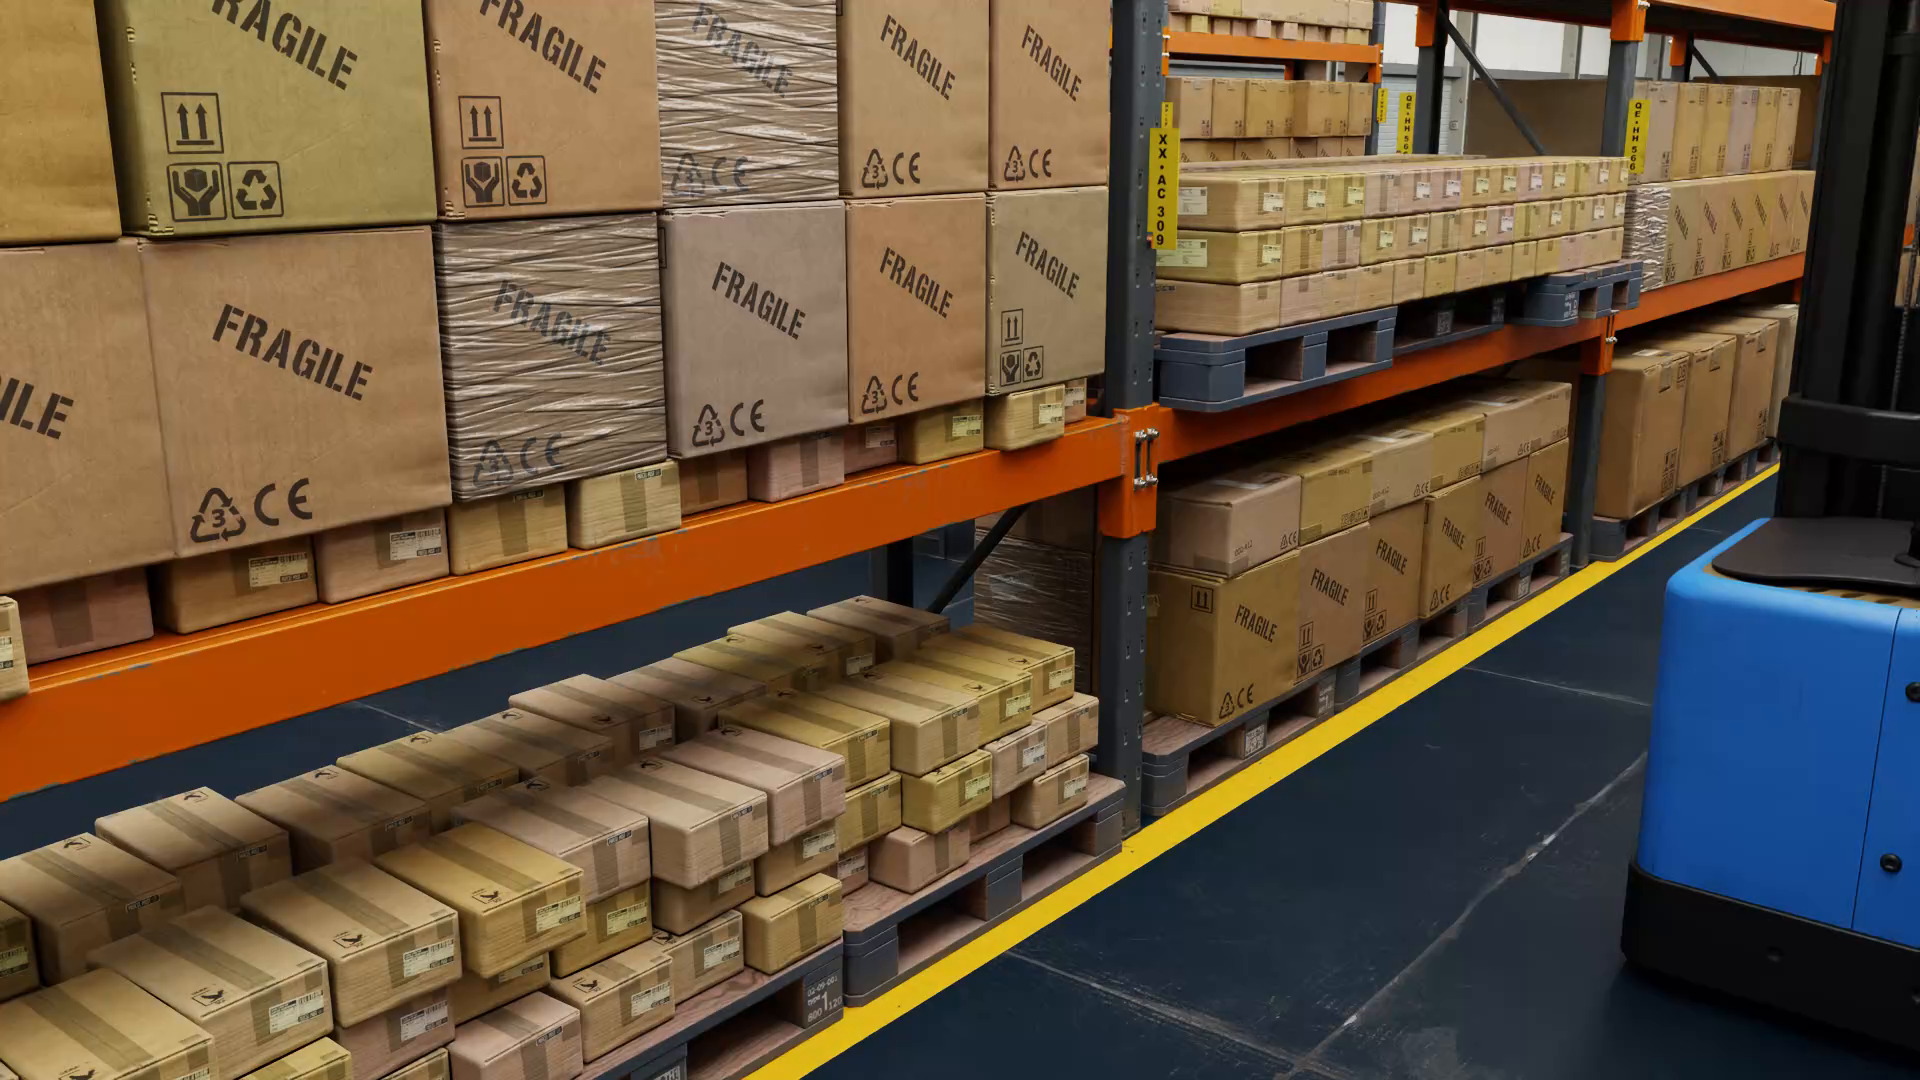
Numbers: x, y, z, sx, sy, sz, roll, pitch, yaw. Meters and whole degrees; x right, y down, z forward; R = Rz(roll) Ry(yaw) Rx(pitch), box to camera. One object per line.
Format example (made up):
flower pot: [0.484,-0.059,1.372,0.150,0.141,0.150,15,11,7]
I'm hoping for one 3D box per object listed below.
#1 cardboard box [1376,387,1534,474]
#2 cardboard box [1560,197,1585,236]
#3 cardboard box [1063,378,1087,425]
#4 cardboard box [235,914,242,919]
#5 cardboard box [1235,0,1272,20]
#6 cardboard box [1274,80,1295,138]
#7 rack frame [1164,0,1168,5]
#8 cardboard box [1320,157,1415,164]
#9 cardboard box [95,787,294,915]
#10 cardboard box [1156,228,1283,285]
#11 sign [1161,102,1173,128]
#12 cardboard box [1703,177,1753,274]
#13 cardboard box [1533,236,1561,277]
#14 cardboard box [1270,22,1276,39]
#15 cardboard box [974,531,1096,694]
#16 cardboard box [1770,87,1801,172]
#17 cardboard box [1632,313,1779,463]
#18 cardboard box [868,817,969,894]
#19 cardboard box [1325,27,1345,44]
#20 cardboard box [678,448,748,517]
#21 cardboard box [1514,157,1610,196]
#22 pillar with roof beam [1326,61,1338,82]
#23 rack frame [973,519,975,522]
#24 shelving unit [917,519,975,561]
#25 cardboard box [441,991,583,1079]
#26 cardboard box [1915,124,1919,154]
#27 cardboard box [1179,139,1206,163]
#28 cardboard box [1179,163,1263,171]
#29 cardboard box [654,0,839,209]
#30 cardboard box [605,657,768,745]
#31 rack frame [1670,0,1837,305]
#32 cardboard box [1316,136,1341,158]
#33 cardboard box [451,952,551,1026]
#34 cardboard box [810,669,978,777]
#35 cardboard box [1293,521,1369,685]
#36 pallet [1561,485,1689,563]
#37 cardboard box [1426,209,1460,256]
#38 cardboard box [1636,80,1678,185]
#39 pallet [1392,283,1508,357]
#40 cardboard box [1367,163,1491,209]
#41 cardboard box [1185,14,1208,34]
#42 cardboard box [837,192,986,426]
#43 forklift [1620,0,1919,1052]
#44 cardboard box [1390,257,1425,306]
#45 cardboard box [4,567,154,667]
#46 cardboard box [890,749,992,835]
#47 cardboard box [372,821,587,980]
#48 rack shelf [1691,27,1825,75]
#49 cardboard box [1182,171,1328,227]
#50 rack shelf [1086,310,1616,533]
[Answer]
cardboard box: [2.107,-0.477,7.110,0.500,0.250,0.500,12,18,38]
cardboard box: [2.356,-1.350,6.900,0.380,0.149,0.250,12,18,39]
cardboard box: [0.130,-0.413,4.667,0.380,0.149,0.250,11,18,37]
cardboard box: [-1.636,0.828,3.604,0.380,0.149,0.250,12,18,38]
cardboard box: [2.373,-4.666,14.505,0.500,0.250,0.500,11,18,38]
cardboard box: [2.619,-3.933,15.173,0.700,0.500,0.500,11,18,37]
rack frame: [1.242,-5.812,13.225,1.000,3.000,0.127,11,18,38]
cardboard box: [1.709,-1.554,7.099,0.380,0.149,0.250,10,18,35]
cardboard box: [-1.647,0.681,3.578,0.380,0.149,0.250,12,19,40]
cardboard box: [0.733,-0.856,4.953,0.380,0.149,0.250,12,18,38]
sign: [1.676,-3.380,13.486,0.100,0.325,0.005,11,18,38]
cardboard box: [4.083,-1.774,9.310,0.500,0.500,0.500,11,18,37]
cardboard box: [2.211,-1.164,6.770,0.380,0.149,0.250,11,18,37]
cardboard box: [2.600,-4.554,14.875,0.380,0.149,0.250,11,18,38]
cardboard box: [0.397,0.202,5.961,0.500,0.500,0.500,11,18,36]
cardboard box: [4.848,-2.595,10.511,0.700,0.500,0.500,11,18,37]
cardboard box: [4.226,-0.954,10.002,1.050,0.750,0.750,11,18,38]
cardboard box: [-0.198,0.778,4.406,0.380,0.149,0.250,11,18,36]
cardboard box: [3.425,-4.792,15.814,0.380,0.149,0.250,12,19,39]
cardboard box: [-0.692,-0.162,3.679,0.380,0.149,0.250,11,18,37]
cardboard box: [2.531,-1.549,7.078,0.380,0.149,0.250,11,18,37]
pillar with roof beam: [9.645,-8.983,25.709,9.100,9.000,0.400,11,18,38]
rack frame: [0.234,-0.798,8.719,0.400,1.500,0.023,11,18,38]
shelving unit: [0.004,-0.728,8.443,0.431,1.500,0.755,11,18,38]
cardboard box: [-1.000,1.027,3.427,0.380,0.149,0.250,10,17,35]
cardboard box: [7.132,-3.335,13.161,0.875,0.550,0.550,11,18,38]
cardboard box: [1.735,-3.138,14.077,0.500,0.500,0.500,11,18,37]
cardboard box: [0.882,-1.300,6.099,0.380,0.149,0.250,11,18,36]
cardboard box: [-0.611,-0.975,3.532,0.500,0.500,0.500,12,18,39]
cardboard box: [-0.736,0.451,4.483,0.380,0.149,0.250,11,18,36]
rack frame: [5.156,-2.158,11.024,1.000,3.000,0.127,11,18,38]
cardboard box: [3.311,-3.621,15.978,0.500,0.500,0.500,11,18,38]
cardboard box: [-1.080,0.853,3.505,0.380,0.149,0.250,12,19,40]
cardboard box: [-0.174,0.476,4.384,0.380,0.149,0.250,11,18,37]
cardboard box: [1.130,0.180,6.045,0.500,0.500,0.500,12,19,40]
pallet: [3.196,-0.179,8.901,1.003,0.211,1.213,11,18,38]
cardboard box: [1.554,-1.108,5.945,0.380,0.149,0.250,11,18,37]
cardboard box: [3.248,-2.106,8.588,0.700,0.500,0.500,11,18,37]
pallet: [1.429,-0.913,6.515,1.003,0.211,1.213,11,18,38]
cardboard box: [1.712,-1.300,6.097,0.380,0.149,0.250,12,19,39]
cardboard box: [1.839,-4.299,13.873,0.380,0.149,0.250,11,18,38]
cardboard box: [-0.284,-0.583,4.017,0.500,0.500,0.500,11,18,36]
forklift: [3.000,-0.506,4.663,1.130,2.935,3.031,11,18,38]
cardboard box: [1.381,-0.910,5.769,0.380,0.149,0.250,10,18,35]
cardboard box: [-1.533,0.082,2.720,0.380,0.149,0.250,12,19,40]
cardboard box: [-0.138,0.626,4.401,0.380,0.149,0.250,10,18,36]
cardboard box: [-0.981,0.727,3.396,0.380,0.149,0.250,12,18,38]
rack shelf: [6.413,-3.646,12.251,1.077,0.370,4.000,11,18,38]
cardboard box: [0.903,-1.054,5.130,0.380,0.149,0.250,12,18,39]
rack shelf: [1.385,-0.660,6.590,1.077,0.370,4.000,11,18,38]
